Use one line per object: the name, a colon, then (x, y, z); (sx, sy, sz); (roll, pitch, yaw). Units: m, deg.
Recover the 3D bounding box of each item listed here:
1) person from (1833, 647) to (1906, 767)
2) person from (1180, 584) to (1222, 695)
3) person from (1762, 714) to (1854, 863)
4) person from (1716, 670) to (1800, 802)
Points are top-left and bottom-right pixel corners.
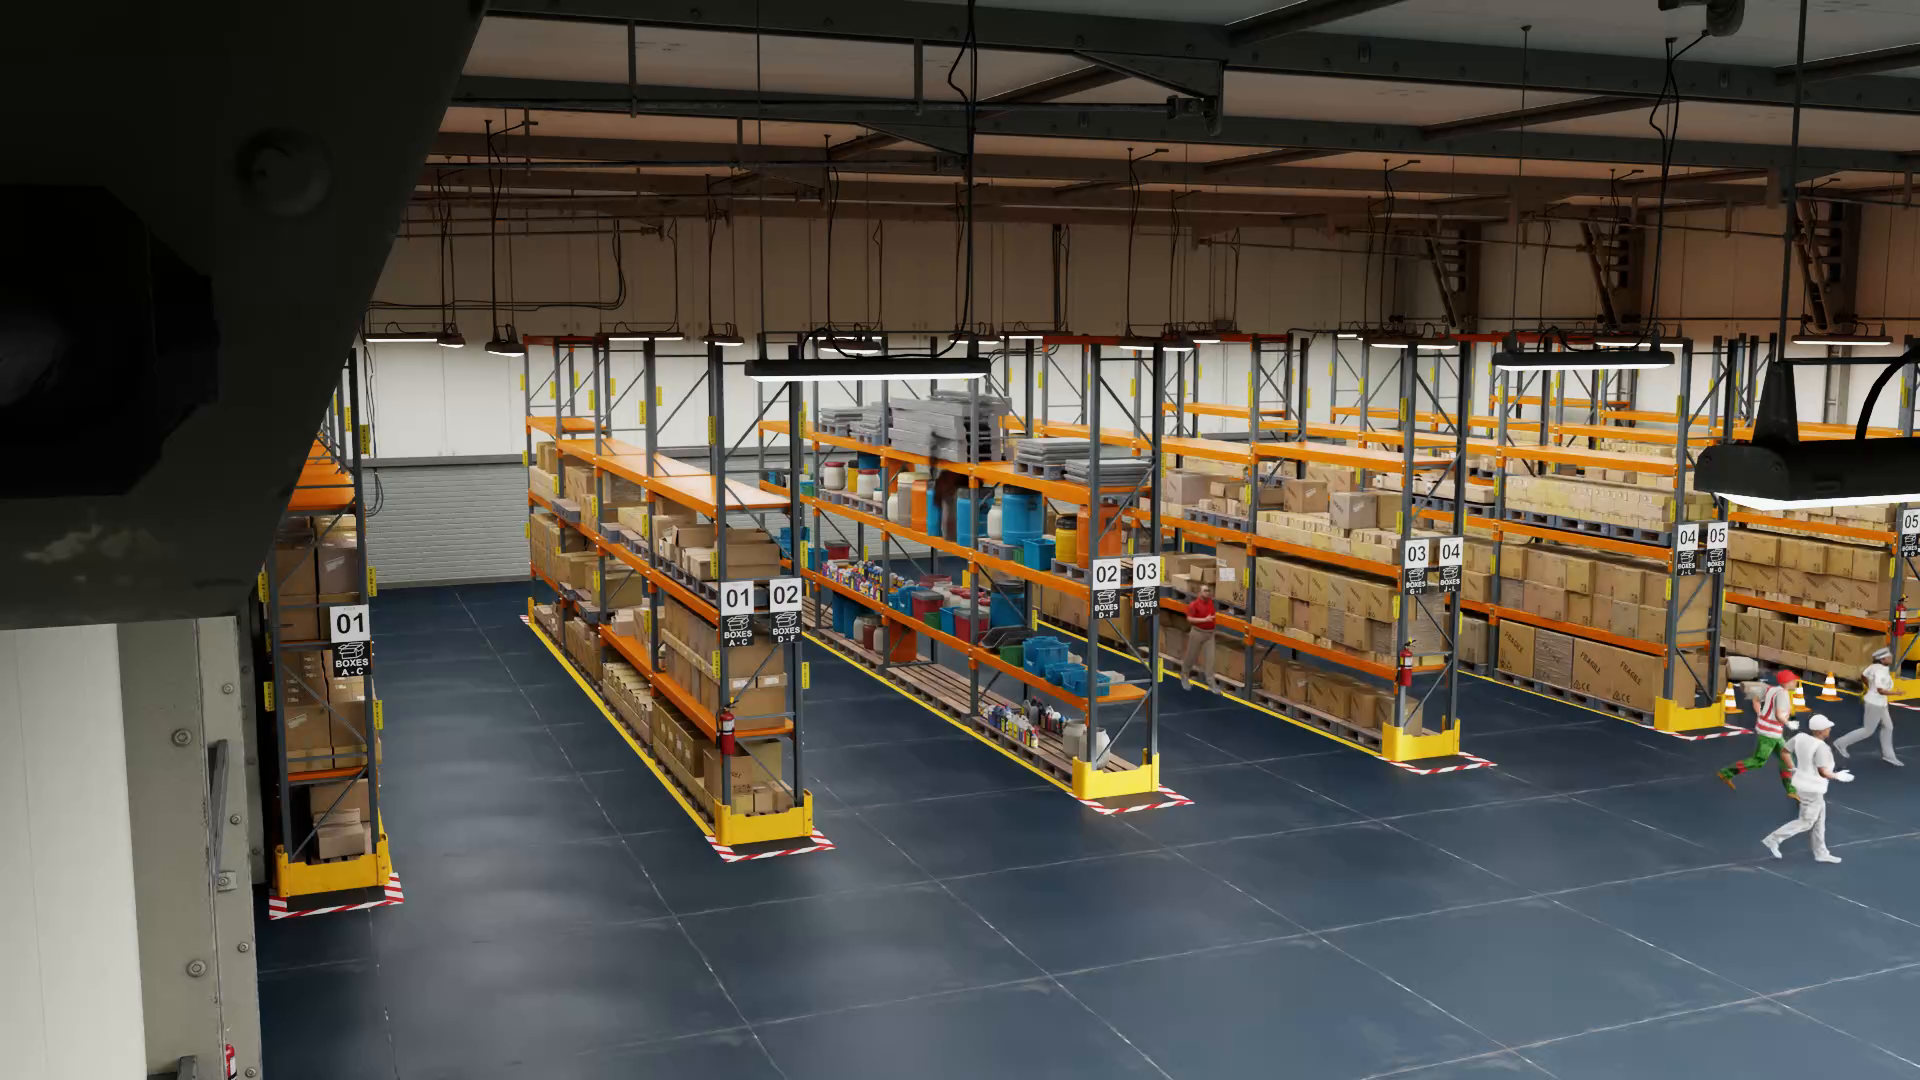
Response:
person: (13.011, 2.355, 23.678); (0.884, 1.719, 0.588); (3, 8, 24)
person: (3.920, 1.597, 26.988); (0.673, 1.791, 0.876); (-4, 9, -30)
person: (9.800, 2.891, 19.277); (0.975, 1.771, 0.662); (0, 8, 2)
person: (10.576, 2.567, 21.825); (1.138, 1.772, 0.659); (2, 8, 17)
